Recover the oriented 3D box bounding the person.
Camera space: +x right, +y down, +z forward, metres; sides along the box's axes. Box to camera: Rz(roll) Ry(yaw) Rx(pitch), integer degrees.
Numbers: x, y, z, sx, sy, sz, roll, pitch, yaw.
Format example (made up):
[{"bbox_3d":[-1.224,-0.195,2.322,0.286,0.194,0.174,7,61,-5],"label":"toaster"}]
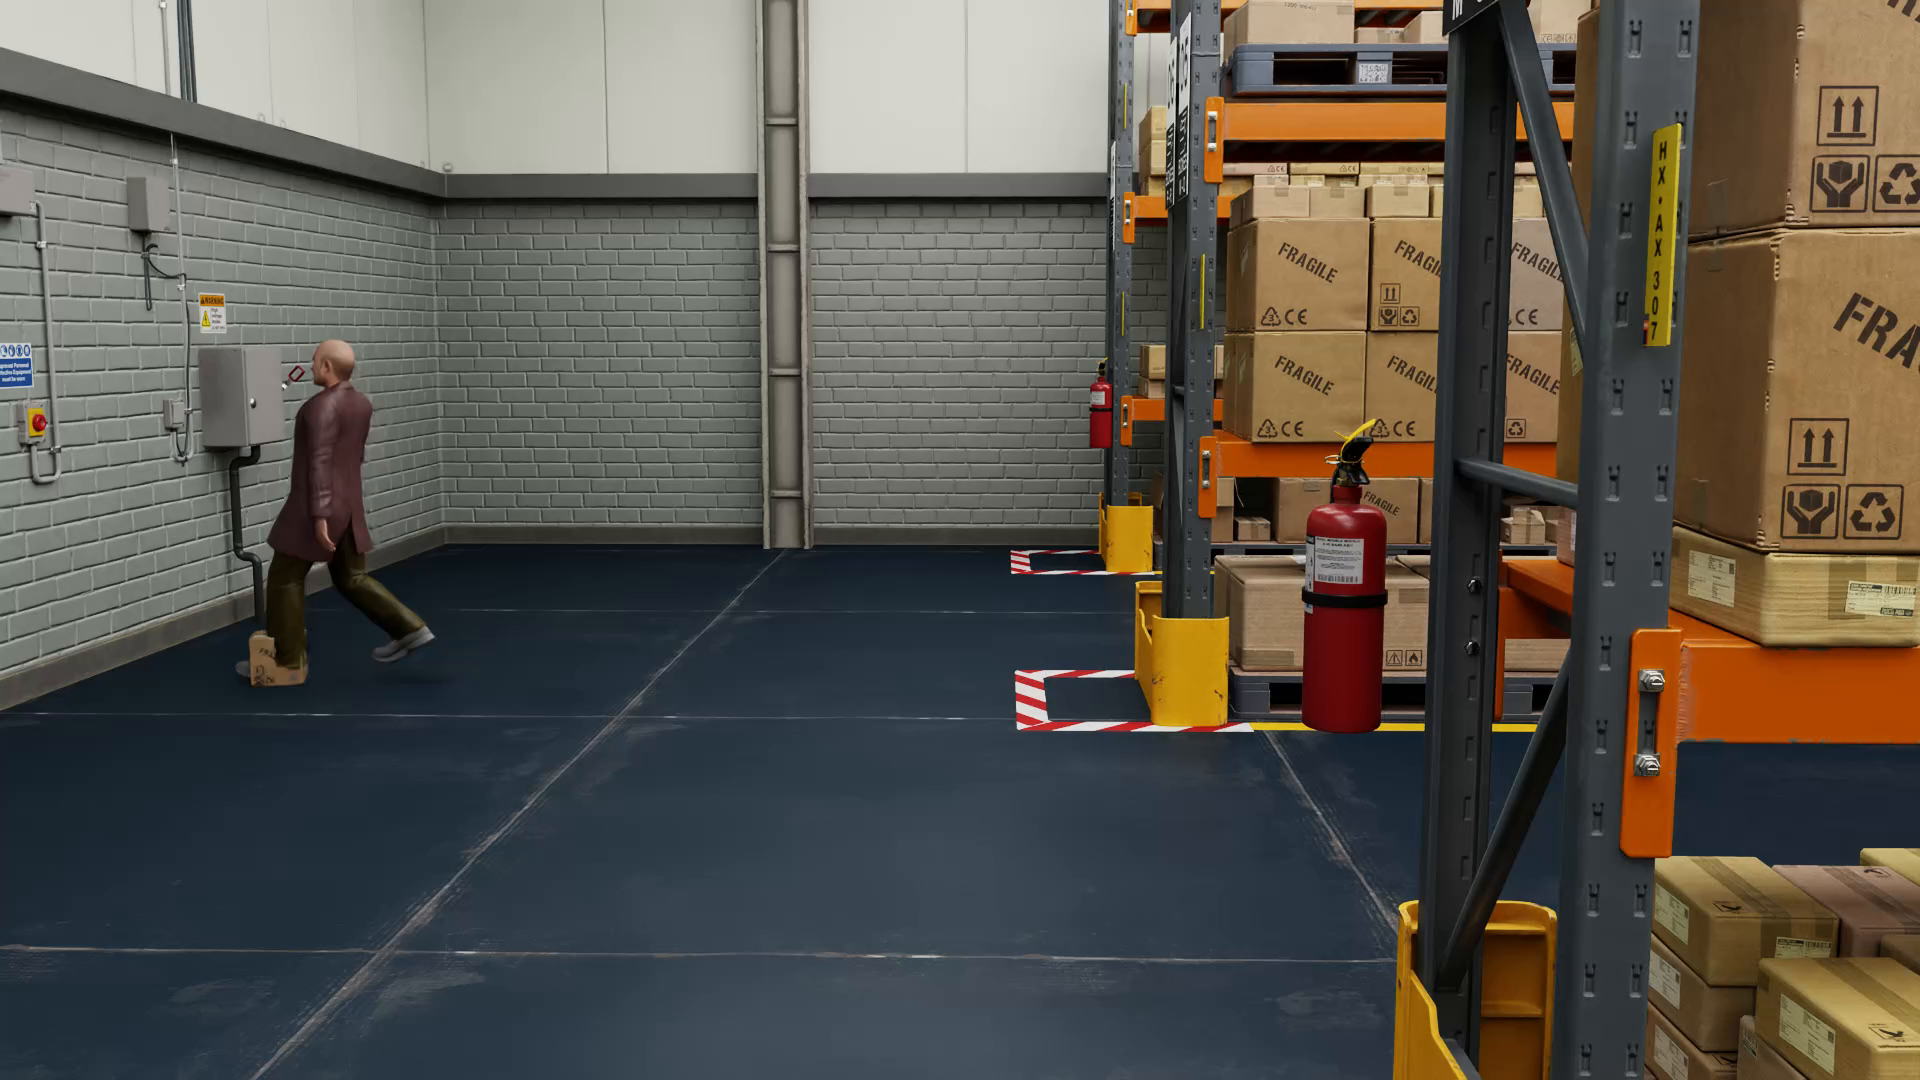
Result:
[{"bbox_3d":[-3.232,-0.152,8.551,0.993,1.743,0.601,1,7,12],"label":"person"}]
